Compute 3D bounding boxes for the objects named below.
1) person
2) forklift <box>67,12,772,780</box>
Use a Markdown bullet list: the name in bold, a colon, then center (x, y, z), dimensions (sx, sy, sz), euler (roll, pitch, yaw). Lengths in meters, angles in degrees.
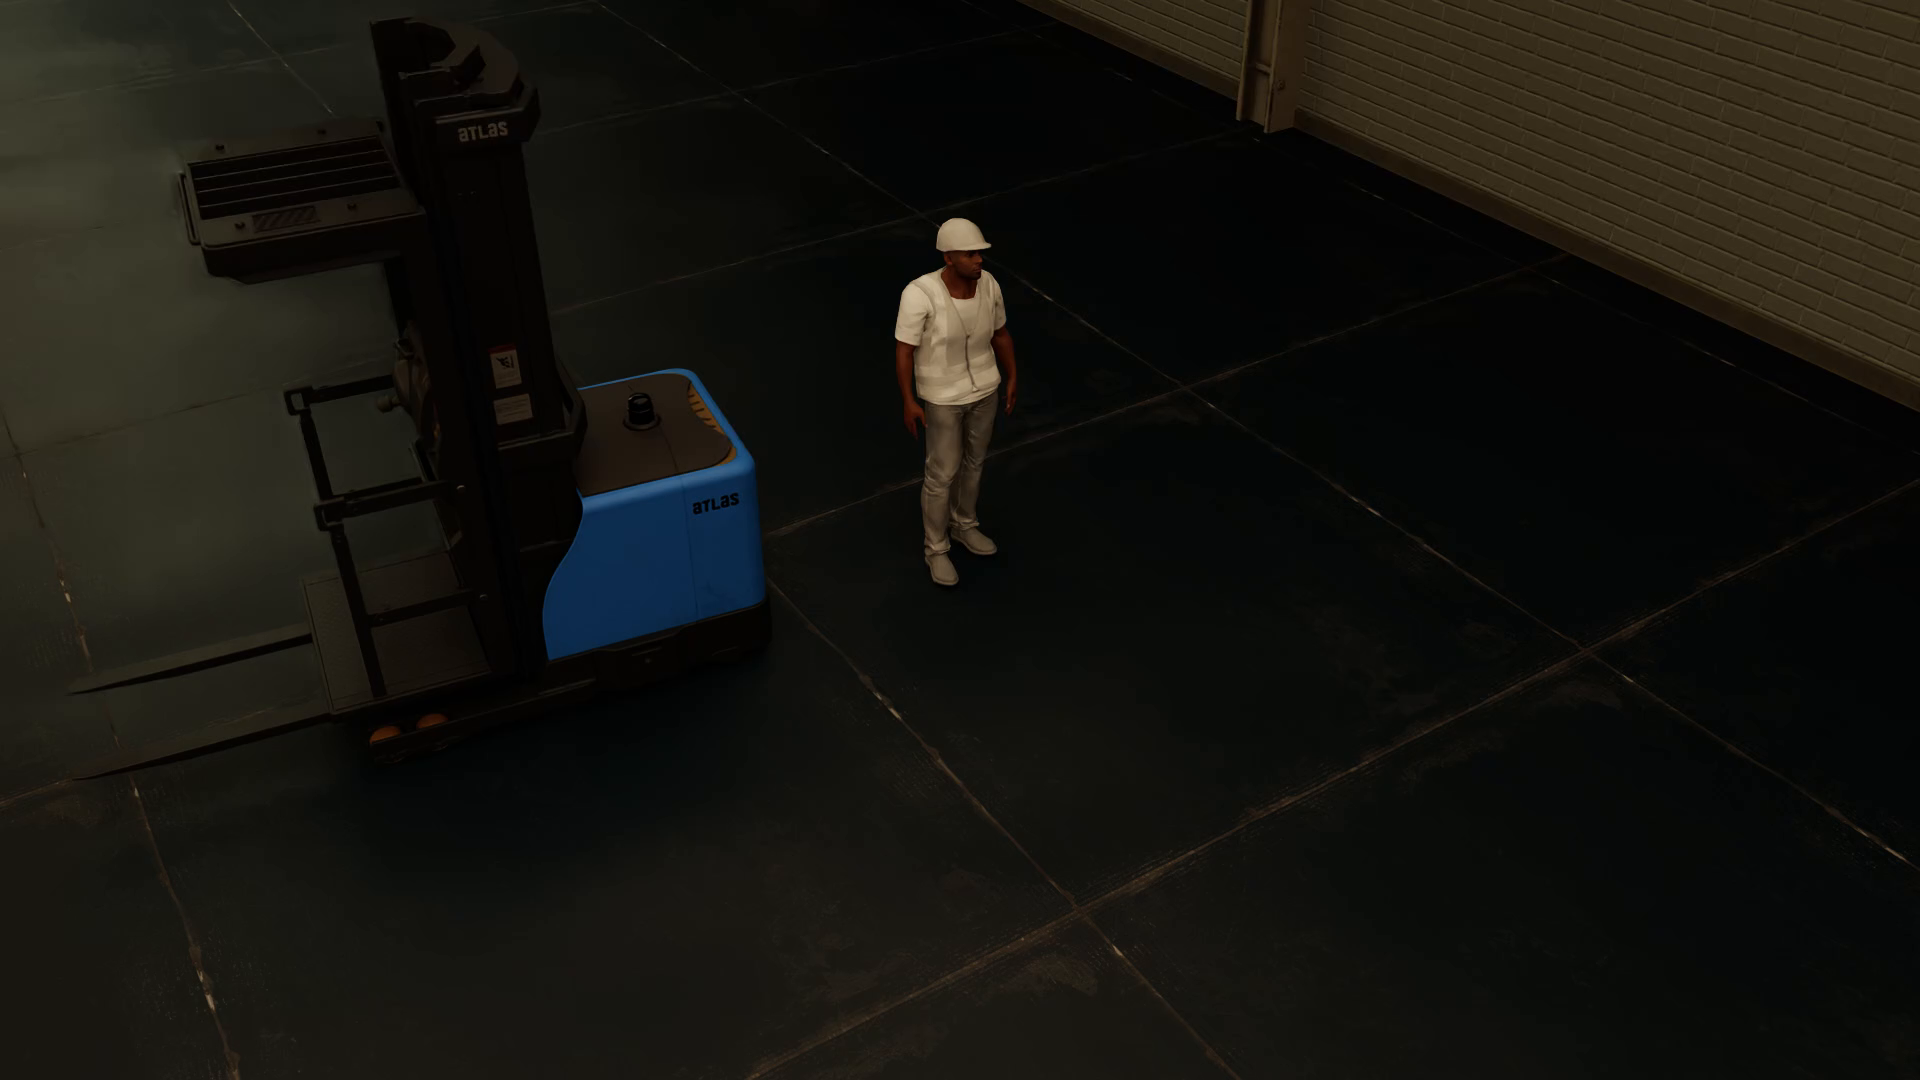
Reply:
- **person**: center (0.033, -0.693, 8.135), dimensions (0.665, 1.768, 0.575), euler (-21, 40, -27)
- **forklift**: center (-2.454, -0.564, 6.950), dimensions (3.031, 2.935, 1.130), euler (-15, 38, -20)
